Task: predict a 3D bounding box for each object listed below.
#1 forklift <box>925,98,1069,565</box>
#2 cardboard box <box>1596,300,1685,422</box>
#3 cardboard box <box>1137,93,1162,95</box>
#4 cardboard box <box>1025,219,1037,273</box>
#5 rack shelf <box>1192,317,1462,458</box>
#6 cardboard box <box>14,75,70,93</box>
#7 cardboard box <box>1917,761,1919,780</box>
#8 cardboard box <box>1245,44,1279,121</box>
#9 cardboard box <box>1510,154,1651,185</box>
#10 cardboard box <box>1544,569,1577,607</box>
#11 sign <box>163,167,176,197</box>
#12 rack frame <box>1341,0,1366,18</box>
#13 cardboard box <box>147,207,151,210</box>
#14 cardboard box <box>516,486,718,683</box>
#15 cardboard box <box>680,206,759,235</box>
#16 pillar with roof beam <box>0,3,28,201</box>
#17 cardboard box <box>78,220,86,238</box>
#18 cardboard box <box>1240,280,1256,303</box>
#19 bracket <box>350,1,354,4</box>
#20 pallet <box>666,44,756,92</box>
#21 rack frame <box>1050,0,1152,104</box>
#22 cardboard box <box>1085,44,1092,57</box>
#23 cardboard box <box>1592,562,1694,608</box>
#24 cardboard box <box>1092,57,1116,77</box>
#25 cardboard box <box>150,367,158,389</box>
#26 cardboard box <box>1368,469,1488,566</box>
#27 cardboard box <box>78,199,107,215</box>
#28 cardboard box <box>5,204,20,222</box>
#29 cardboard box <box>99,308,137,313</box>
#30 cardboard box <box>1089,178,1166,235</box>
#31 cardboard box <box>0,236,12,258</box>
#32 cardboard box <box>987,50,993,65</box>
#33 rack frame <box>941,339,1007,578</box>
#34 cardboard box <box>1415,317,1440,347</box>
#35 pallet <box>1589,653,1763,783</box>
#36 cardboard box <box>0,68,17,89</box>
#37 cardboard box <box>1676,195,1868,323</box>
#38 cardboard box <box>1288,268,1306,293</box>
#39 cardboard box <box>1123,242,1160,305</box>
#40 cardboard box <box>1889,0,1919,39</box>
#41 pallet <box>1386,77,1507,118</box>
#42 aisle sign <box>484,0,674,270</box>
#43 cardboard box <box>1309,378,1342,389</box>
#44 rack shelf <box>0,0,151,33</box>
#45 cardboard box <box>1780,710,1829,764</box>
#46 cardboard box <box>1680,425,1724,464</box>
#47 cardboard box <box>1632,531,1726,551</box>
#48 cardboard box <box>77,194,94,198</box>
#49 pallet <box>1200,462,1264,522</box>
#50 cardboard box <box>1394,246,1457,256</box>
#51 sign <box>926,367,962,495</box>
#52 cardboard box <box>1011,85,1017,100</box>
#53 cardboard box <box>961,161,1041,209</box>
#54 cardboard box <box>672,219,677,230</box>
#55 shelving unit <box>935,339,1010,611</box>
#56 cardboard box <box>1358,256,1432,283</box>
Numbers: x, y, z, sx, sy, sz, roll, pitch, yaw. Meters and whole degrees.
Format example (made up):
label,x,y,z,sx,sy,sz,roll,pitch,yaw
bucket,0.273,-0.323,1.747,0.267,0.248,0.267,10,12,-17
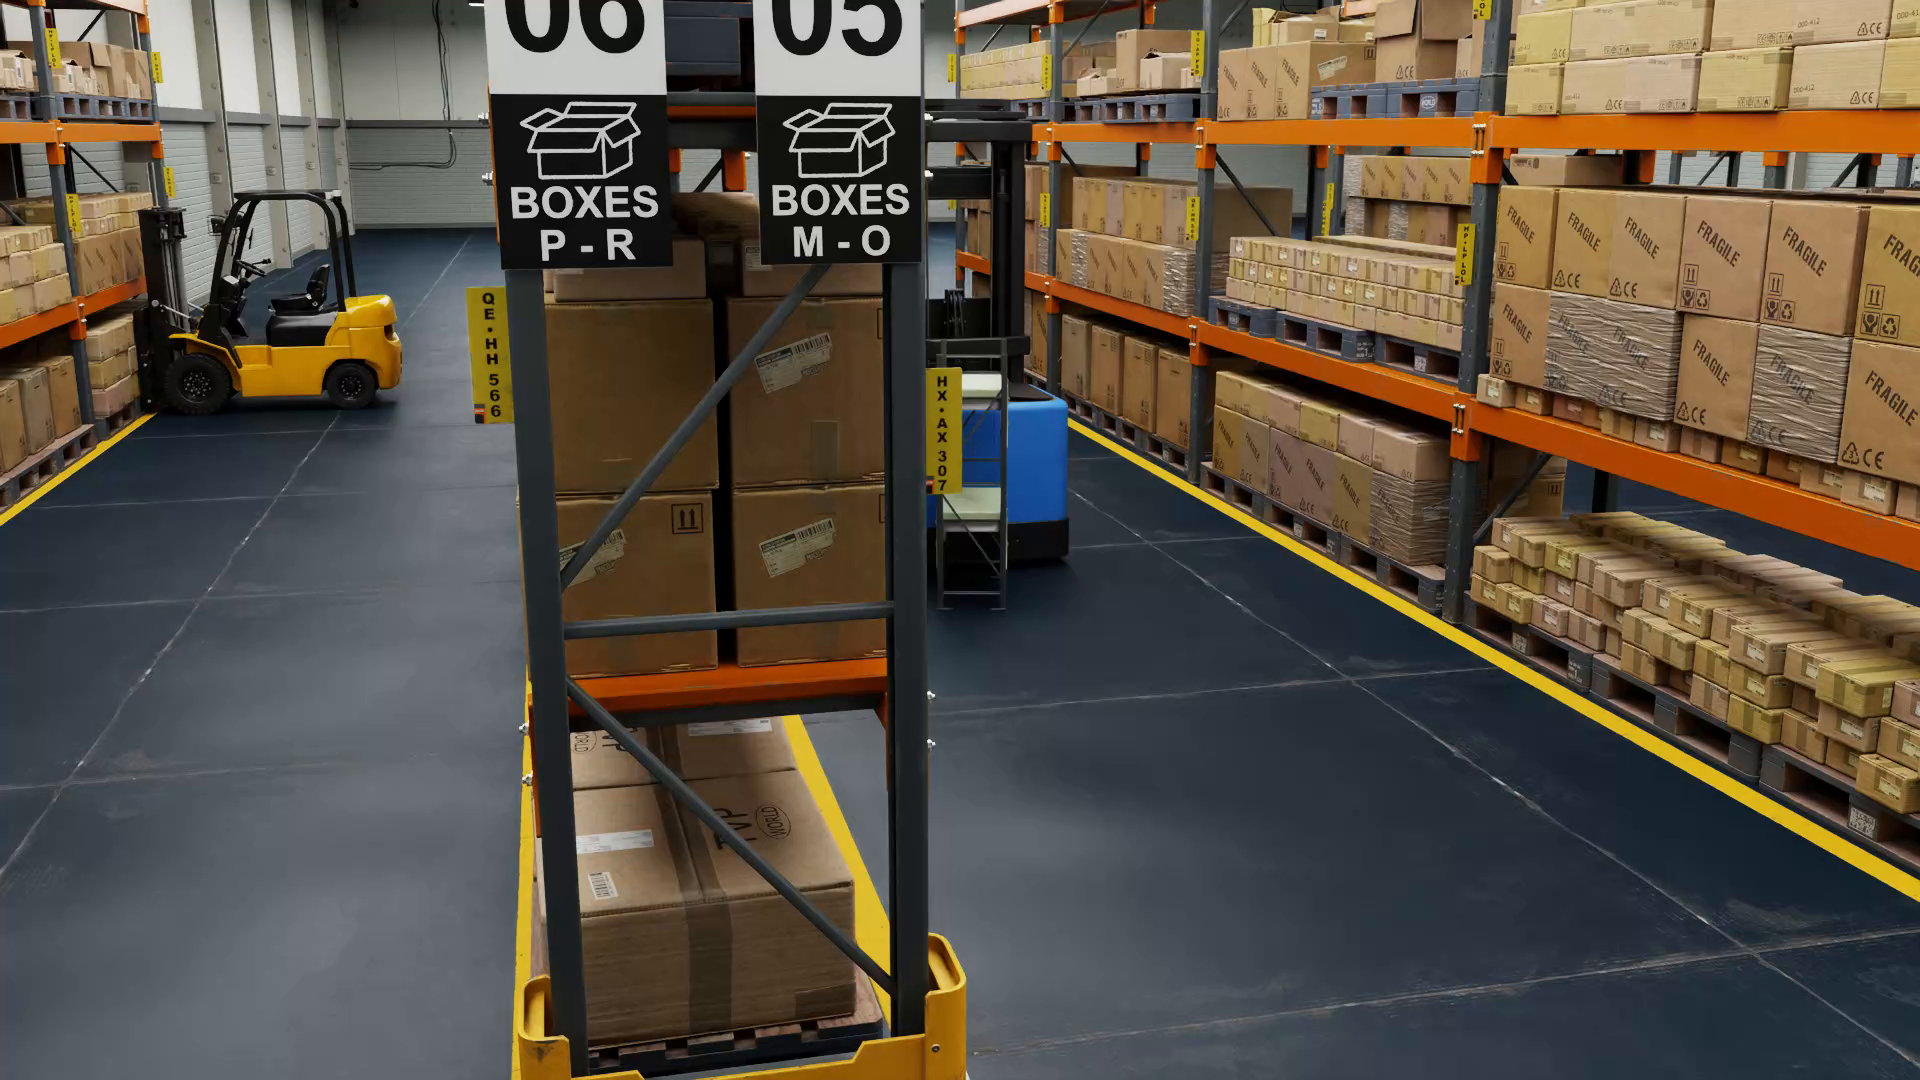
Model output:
label,x,y,z,sx,sy,sz,roll,pitch,yaw
forklift,-0.154,-1.569,11.673,1.130,2.935,3.031,-3,14,-14
cardboard box,3.341,-0.844,7.723,0.500,0.500,0.500,-4,14,-14
cardboard box,1.889,-4.221,15.283,0.500,0.250,0.500,-3,14,-14
cardboard box,1.135,-3.139,17.641,0.875,0.550,0.550,-3,14,-13
rack shelf,2.794,-1.123,11.219,1.077,0.370,4.000,-3,14,-13
cardboard box,-8.037,-3.988,14.543,0.380,0.149,0.250,-3,14,-12
cardboard box,3.802,0.842,6.154,0.380,0.149,0.250,-4,14,-15
cardboard box,2.324,-3.178,11.584,0.500,0.500,0.500,-3,14,-13
cardboard box,6.280,-3.414,16.932,1.000,1.000,1.000,-3,14,-13
cardboard box,3.277,0.234,8.643,0.380,0.149,0.250,-3,14,-14
sign,-8.636,-3.907,18.160,0.100,0.325,0.005,-3,14,-13
rack frame,5.290,-6.947,20.900,1.000,3.000,0.127,-3,14,-13
cardboard box,-8.724,-3.445,17.628,0.380,0.149,0.250,-3,14,-12
cardboard box,-0.955,0.066,4.626,0.500,0.500,0.500,-3,14,-13
cardboard box,-0.831,-1.154,6.144,0.380,0.149,0.250,-3,14,-13
pillar with roof beam,-5.694,-6.146,17.622,9.100,9.000,0.400,-3,14,-13
cardboard box,-8.109,-2.791,14.955,0.380,0.149,0.250,-3,14,-12
cardboard box,2.296,-1.839,12.280,0.380,0.149,0.250,-3,14,-10
bracket,-17.095,-15.101,46.694,0.076,0.066,3.189,-3,14,-13
pallet,-1.059,-1.656,5.750,1.003,0.211,1.213,-3,14,-13
rack frame,1.385,-5.771,16.087,1.000,3.000,0.127,-3,14,-13
cardboard box,1.509,-5.052,17.217,0.380,0.149,0.250,-3,14,-14
cardboard box,3.321,0.217,8.089,0.380,0.149,0.250,-3,14,-12
cardboard box,1.542,-4.766,16.889,0.500,0.250,0.500,-3,14,-13
cardboard box,-8.389,-1.630,16.689,0.500,0.250,0.500,-3,14,-11
cardboard box,2.845,-0.157,10.133,0.500,0.500,0.500,-4,14,-14
cardboard box,-8.393,-3.171,15.881,0.380,0.149,0.250,-3,14,-13
cardboard box,-8.614,-2.905,14.793,0.380,0.149,0.250,-4,14,-15
cardboard box,-8.501,-2.234,17.054,0.500,0.250,0.500,-3,14,-12
cardboard box,1.630,-3.158,15.716,0.700,0.500,0.500,-4,14,-14
cardboard box,-7.465,-2.227,12.645,0.380,0.149,0.250,-4,14,-15
cardboard box,0.512,-5.366,18.505,0.380,0.149,0.250,-3,14,-14
rack frame,0.084,-0.492,10.283,0.400,1.500,0.023,0,14,1
cardboard box,2.916,-1.233,9.800,0.380,0.149,0.250,-3,14,-13
pallet,3.746,0.779,7.796,1.003,0.211,1.213,-3,14,-13
cardboard box,-7.674,-3.631,13.081,0.380,0.149,0.250,-3,14,-13
cardboard box,3.477,-1.217,7.144,0.500,0.500,0.500,-4,14,-15
cardboard box,2.491,-1.798,11.484,0.380,0.149,0.250,-3,14,-13
cardboard box,1.724,-2.302,14.318,0.500,0.500,0.500,-4,14,-14
cardboard box,3.726,-1.925,5.930,0.500,0.250,0.500,-4,14,-15
pallet,3.222,-2.525,9.518,1.213,0.211,1.003,-3,14,-13
aisle sign,-0.869,-1.018,3.796,0.394,0.787,0.004,-3,14,-13
cardboard box,2.869,-1.029,12.119,0.500,0.250,0.500,-3,14,-12
rack shelf,-8.697,-5.112,15.748,1.077,0.370,4.000,-3,14,-13
cardboard box,3.669,0.807,6.925,0.380,0.149,0.250,-3,14,-13
cardboard box,3.477,-0.445,7.458,0.380,0.149,0.250,-3,14,-11
cardboard box,3.764,0.062,8.721,0.380,0.149,0.250,-3,14,-14
cardboard box,-9.191,-3.499,17.224,0.380,0.149,0.250,-3,14,-12
pallet,2.506,-0.399,12.615,1.003,0.211,1.213,-3,14,-13
cardboard box,3.186,-1.919,11.352,0.380,0.149,0.250,-3,14,-10
sign,-0.044,-0.278,4.252,0.100,0.325,0.005,-3,14,-13
cardboard box,0.750,-4.745,17.641,0.380,0.149,0.250,-3,14,-12
cardboard box,0.495,-4.289,20.071,0.875,0.550,0.550,-3,14,-13
cardboard box,-1.101,-0.947,5.298,0.380,0.149,0.250,-3,14,-14
shelving unit,0.076,-0.406,9.927,0.431,1.500,0.755,0,14,1
cardboard box,2.741,-1.703,10.468,0.380,0.149,0.250,-4,14,-15
